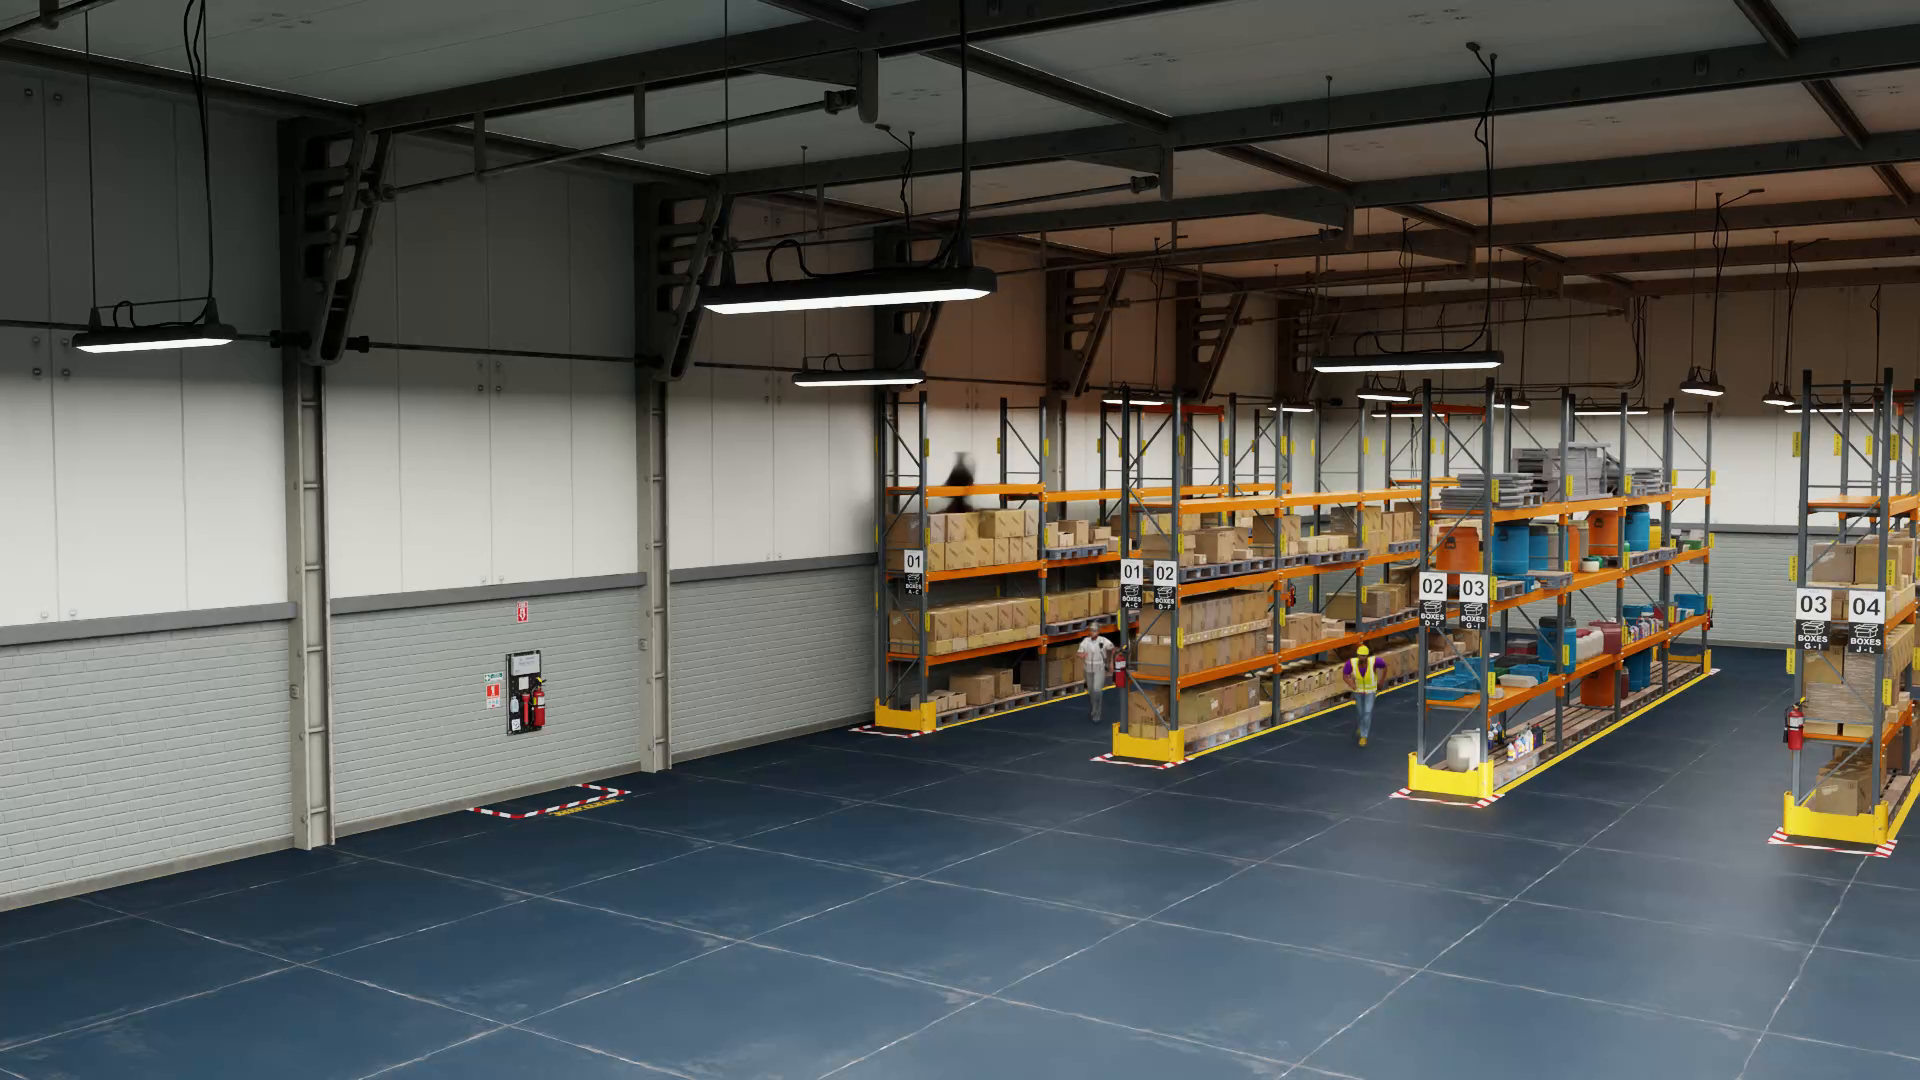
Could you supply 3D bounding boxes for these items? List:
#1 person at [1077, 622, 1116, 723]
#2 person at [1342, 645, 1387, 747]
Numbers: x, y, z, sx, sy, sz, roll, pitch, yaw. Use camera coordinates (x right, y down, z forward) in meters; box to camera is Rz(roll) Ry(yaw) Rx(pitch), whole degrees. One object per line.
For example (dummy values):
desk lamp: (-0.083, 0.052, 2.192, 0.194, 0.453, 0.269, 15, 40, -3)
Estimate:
person: (2.489, 2.427, 30.571, 0.642, 1.848, 0.871, 1, 3, 23)
person: (6.872, 2.607, 28.256, 0.746, 1.713, 1.008, 1, 3, 12)
